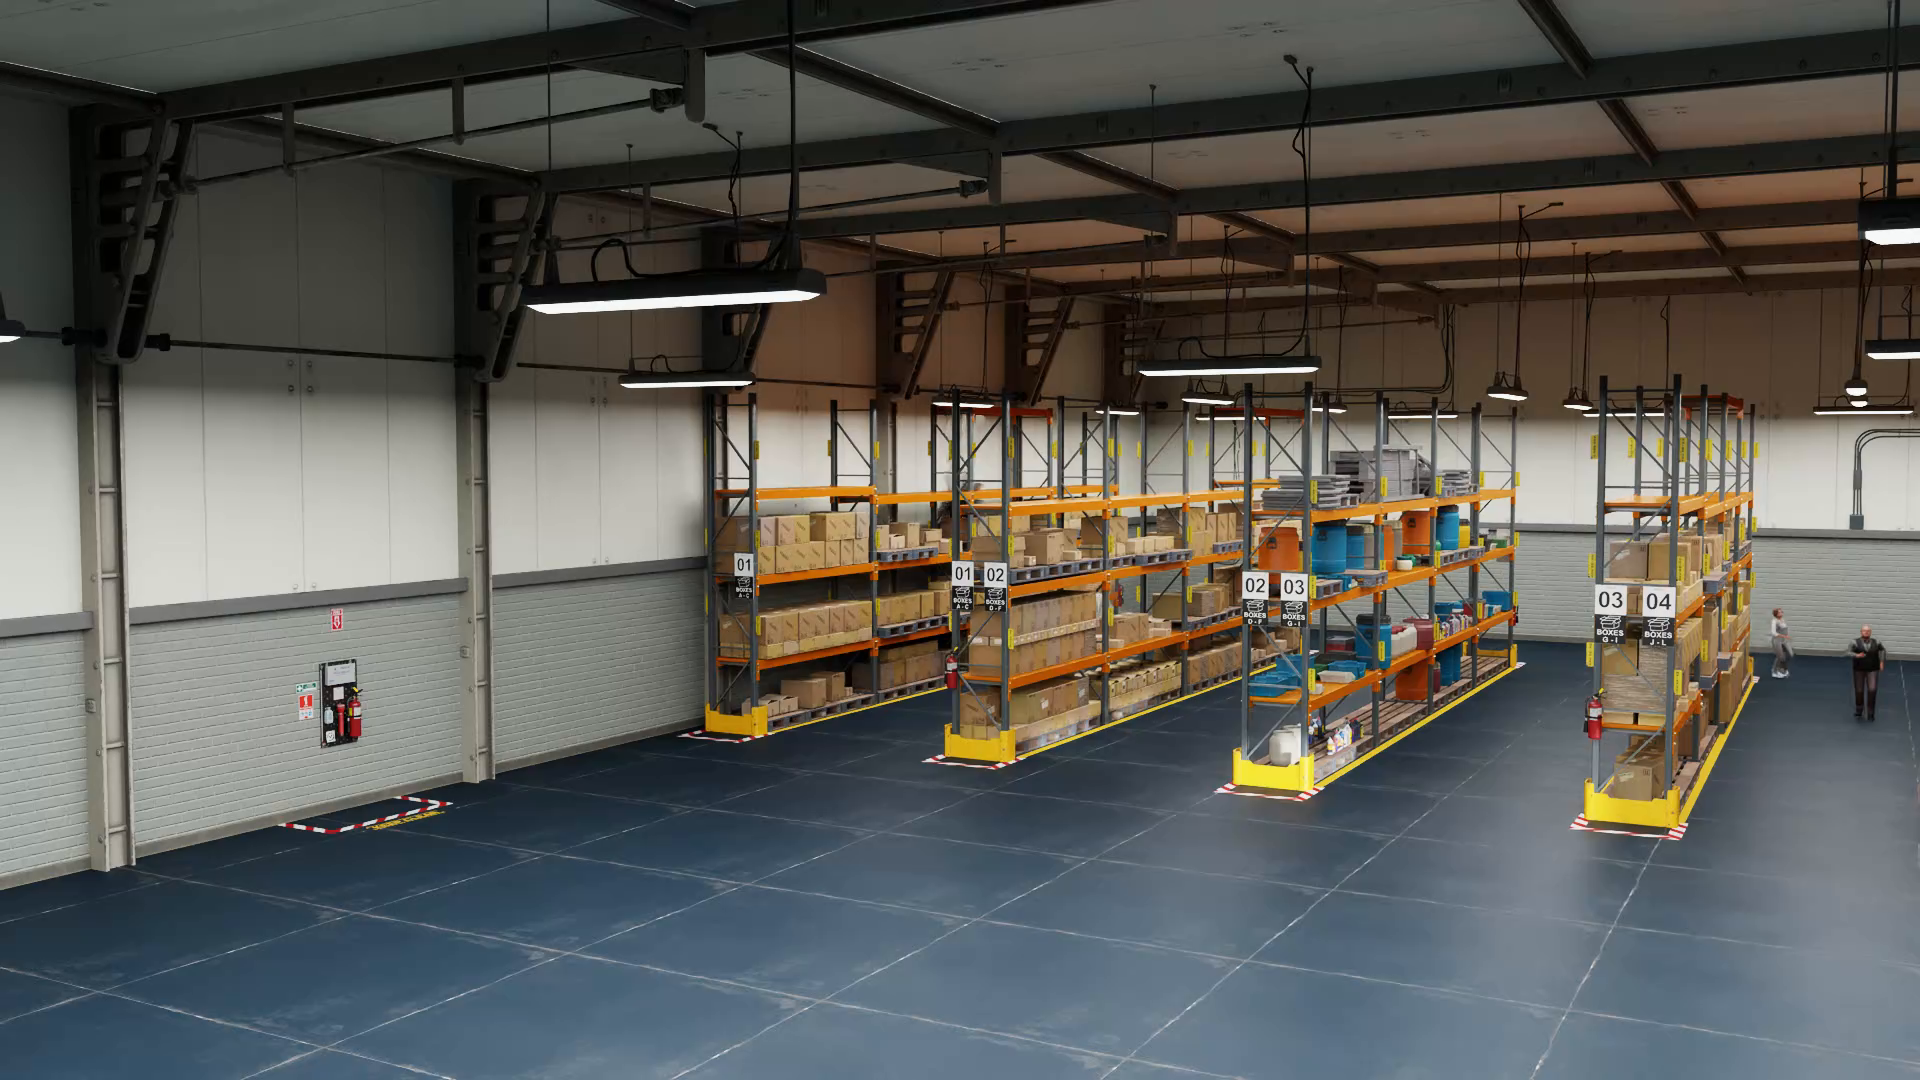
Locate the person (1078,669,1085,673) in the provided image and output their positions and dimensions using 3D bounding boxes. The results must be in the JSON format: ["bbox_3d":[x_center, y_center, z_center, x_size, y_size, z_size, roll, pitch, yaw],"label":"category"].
[{"bbox_3d":[2.467,2.178,35.674,0.708,1.792,1.046,1,3,21],"label":"person"}]

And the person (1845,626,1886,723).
[{"bbox_3d":[16.771,2.474,30.816,0.672,1.789,0.786,2,3,26],"label":"person"}]

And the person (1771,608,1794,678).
[{"bbox_3d":[17.952,2.253,36.389,0.572,1.561,0.578,-1,3,-24],"label":"person"}]
